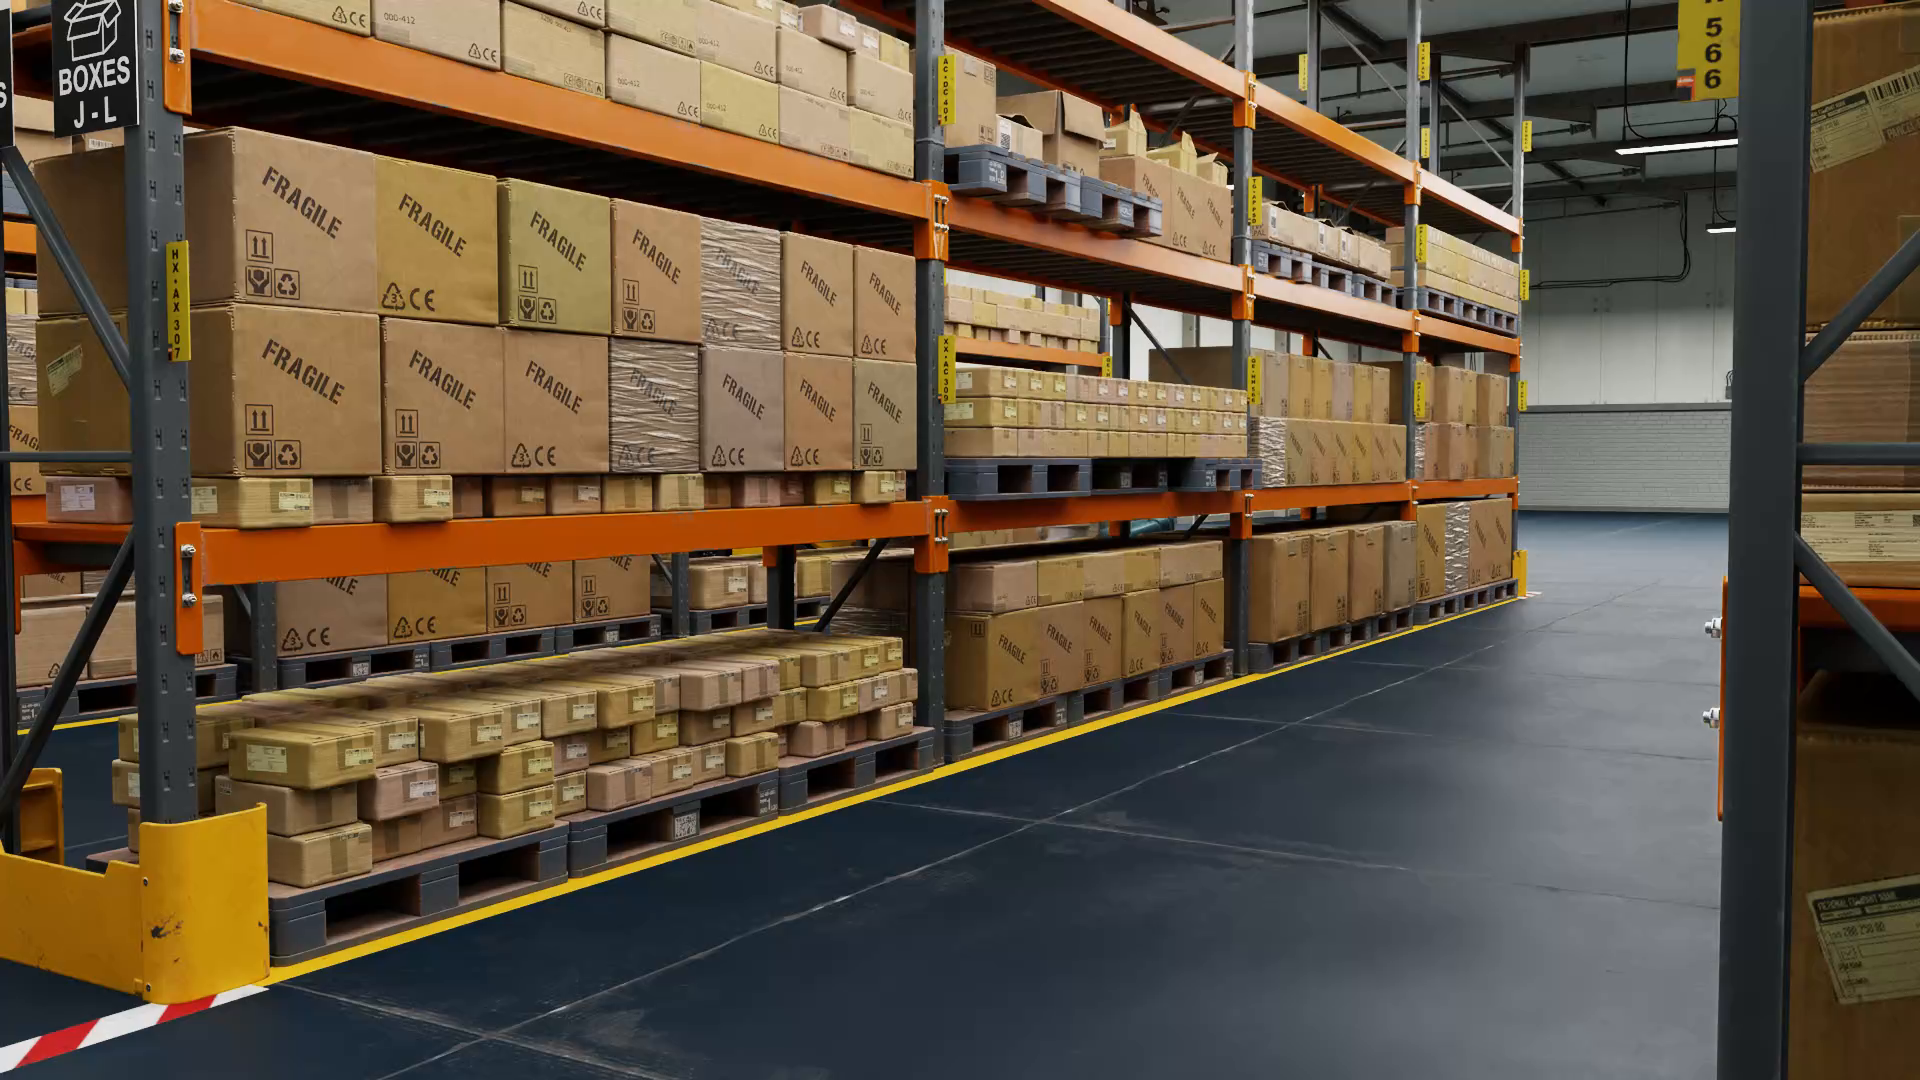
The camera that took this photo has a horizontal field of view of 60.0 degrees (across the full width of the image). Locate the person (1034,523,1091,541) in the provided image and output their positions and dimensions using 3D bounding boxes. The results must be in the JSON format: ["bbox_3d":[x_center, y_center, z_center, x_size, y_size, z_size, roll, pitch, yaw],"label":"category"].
[{"bbox_3d":[0.906,-0.099,14.138,0.584,1.800,0.437,-3,4,-44],"label":"person"}]
